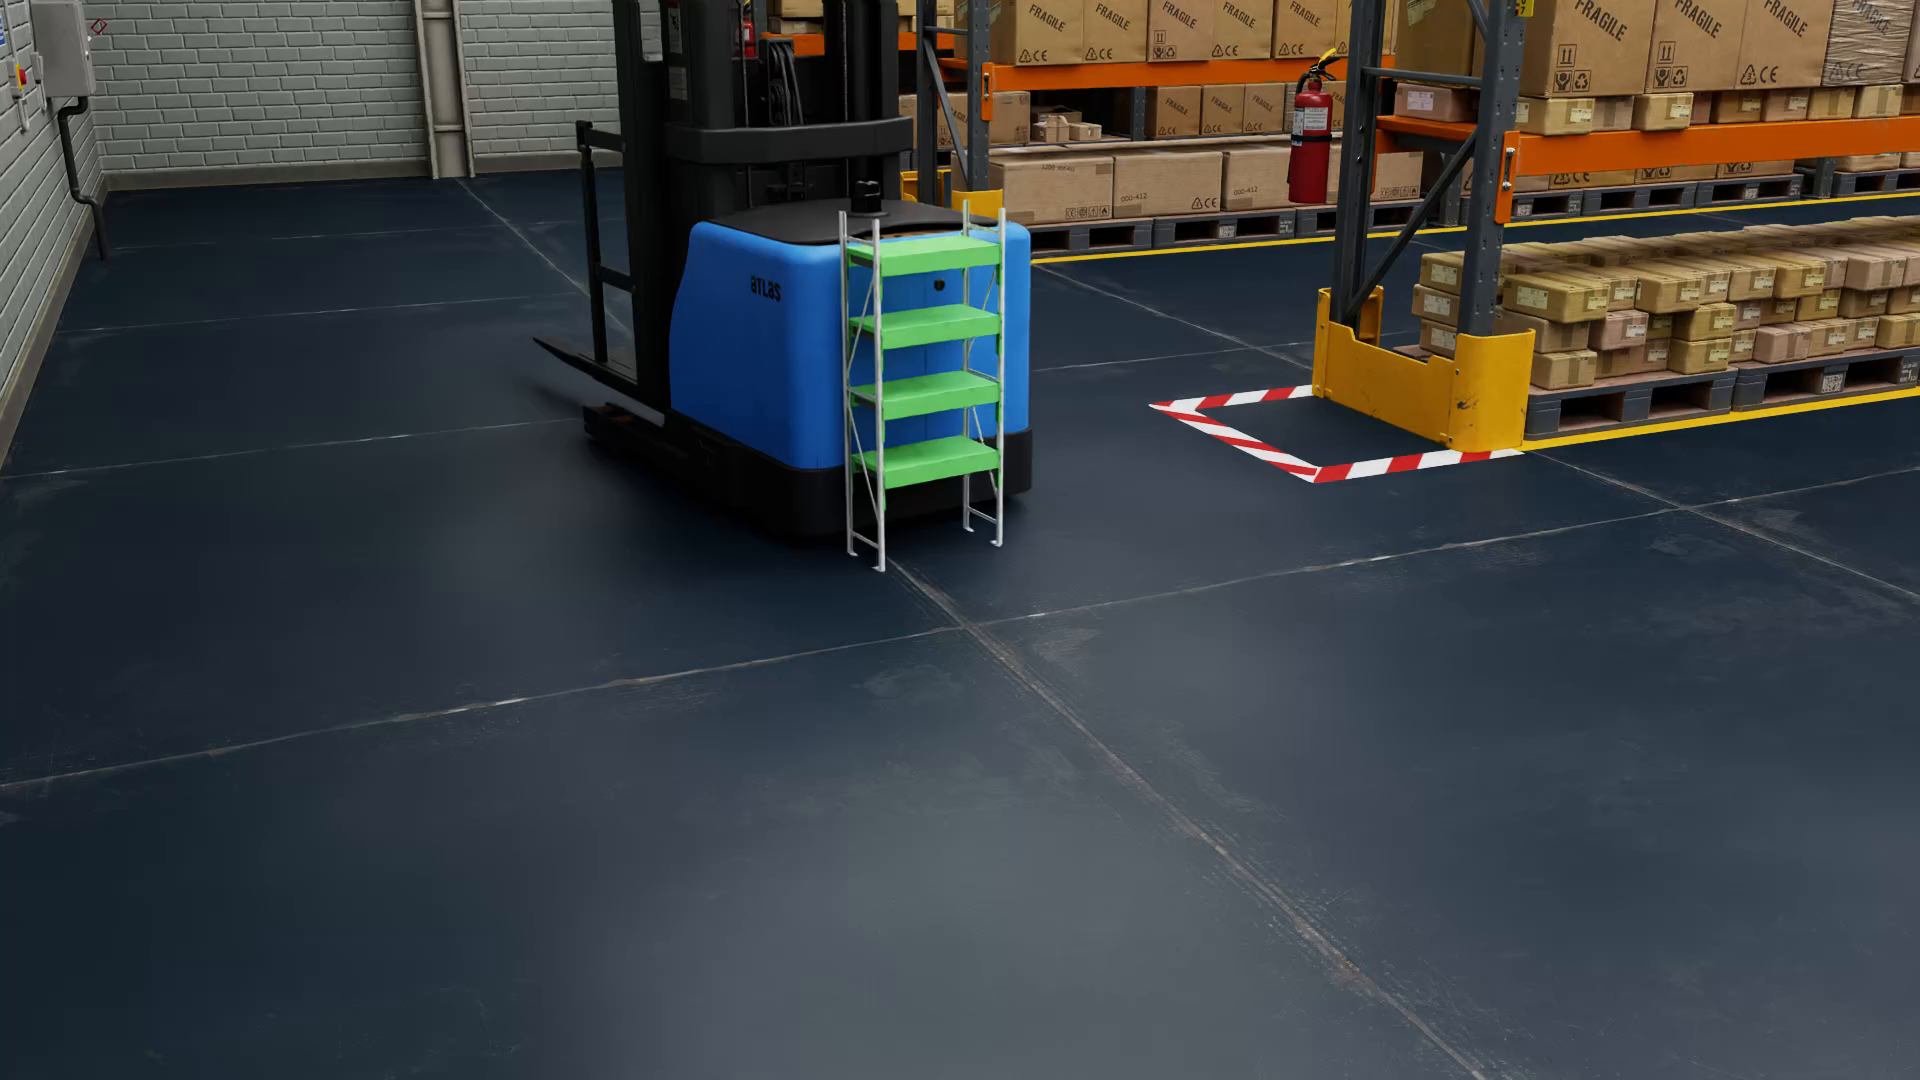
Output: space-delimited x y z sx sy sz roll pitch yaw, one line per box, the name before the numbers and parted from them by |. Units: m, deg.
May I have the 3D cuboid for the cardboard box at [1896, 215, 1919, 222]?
cardboard box | 5.271 -1.645 8.943 0.250 0.149 0.380 -7 21 -20

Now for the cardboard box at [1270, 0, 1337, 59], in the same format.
cardboard box | 2.365 -3.758 12.028 0.500 0.500 0.500 -8 21 -23

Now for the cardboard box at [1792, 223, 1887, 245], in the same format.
cardboard box | 4.552 -1.538 8.637 0.250 0.149 0.380 -9 21 -23

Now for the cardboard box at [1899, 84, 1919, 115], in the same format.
cardboard box | 4.299 -2.093 7.829 0.250 0.149 0.380 -8 21 -23

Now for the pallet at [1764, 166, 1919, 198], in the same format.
pallet | 8.007 -3.303 15.085 1.213 0.211 1.003 -8 21 -22

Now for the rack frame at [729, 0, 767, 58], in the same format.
rack frame | -2.026 -4.977 15.639 0.127 3.000 1.000 -8 21 -22

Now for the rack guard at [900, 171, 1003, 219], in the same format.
rack guard | -0.079 -2.281 11.748 0.348 0.500 1.175 -8 21 -22

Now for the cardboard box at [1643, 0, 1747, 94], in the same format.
cardboard box | 3.000 -2.208 7.177 0.500 0.500 0.500 -8 21 -22

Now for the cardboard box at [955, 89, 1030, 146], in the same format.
cardboard box | 0.326 -4.284 16.805 0.500 0.500 0.700 -9 21 -24

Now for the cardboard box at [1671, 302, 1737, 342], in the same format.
cardboard box | 3.321 -1.030 7.644 0.250 0.149 0.380 -7 21 -20

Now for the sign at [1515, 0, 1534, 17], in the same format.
sign | 2.212 -2.210 6.479 0.005 0.325 0.100 -8 21 -22

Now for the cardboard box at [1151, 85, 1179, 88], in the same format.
cardboard box | 2.081 -4.794 17.275 0.250 0.149 0.380 -7 21 -19

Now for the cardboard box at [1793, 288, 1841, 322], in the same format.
cardboard box | 4.012 -1.175 8.055 0.250 0.149 0.380 -7 21 -19

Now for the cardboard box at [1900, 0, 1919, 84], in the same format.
cardboard box | 4.403 -2.398 7.718 0.500 0.500 0.500 -8 21 -22

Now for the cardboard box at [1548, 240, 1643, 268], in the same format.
cardboard box | 3.086 -1.351 8.107 0.250 0.149 0.380 -9 21 -24

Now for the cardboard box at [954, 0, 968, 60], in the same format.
cardboard box | 0.281 -3.655 11.735 0.500 0.500 0.500 -8 21 -22

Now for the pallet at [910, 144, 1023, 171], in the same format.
pallet | -0.106 -3.936 16.882 1.213 0.211 1.003 -8 21 -22

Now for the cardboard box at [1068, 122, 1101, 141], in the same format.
cardboard box | 1.251 -4.193 17.075 0.250 0.149 0.380 -9 21 -24

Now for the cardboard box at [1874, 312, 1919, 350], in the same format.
cardboard box | 4.494 -1.055 8.162 0.250 0.149 0.380 -8 21 -22

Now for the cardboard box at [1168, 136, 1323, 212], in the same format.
cardboard box | 2.175 -2.811 12.715 0.875 0.438 0.875 -9 21 -24

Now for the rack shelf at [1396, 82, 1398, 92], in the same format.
rack shelf | 5.452 -3.913 13.703 4.000 0.370 1.077 -8 21 -22

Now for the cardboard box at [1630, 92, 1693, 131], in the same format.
cardboard box | 2.909 -1.857 7.156 0.250 0.149 0.380 -9 21 -23

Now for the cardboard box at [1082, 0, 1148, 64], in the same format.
cardboard box | 0.951 -3.561 11.469 0.500 0.500 0.500 -8 21 -23

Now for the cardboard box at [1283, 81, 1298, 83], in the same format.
cardboard box | 3.492 -5.029 17.943 0.250 0.149 0.380 -8 21 -22

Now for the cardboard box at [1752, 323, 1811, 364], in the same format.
cardboard box | 3.776 -0.955 7.878 0.250 0.149 0.380 -9 21 -25

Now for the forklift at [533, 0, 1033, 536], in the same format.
forklift | -0.974 -1.827 6.798 1.130 2.935 3.031 -13 23 -32

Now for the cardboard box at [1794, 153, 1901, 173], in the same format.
cardboard box | 7.811 -3.546 14.900 0.625 0.372 0.950 -10 22 -26

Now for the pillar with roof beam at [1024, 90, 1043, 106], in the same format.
pillar with roof beam | 2.355 -7.203 12.930 0.400 9.000 9.100 -8 21 -22

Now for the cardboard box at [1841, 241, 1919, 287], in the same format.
cardboard box | 4.520 -1.346 8.094 0.250 0.149 0.380 -9 21 -25

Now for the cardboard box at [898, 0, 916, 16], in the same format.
cardboard box | -0.576 -5.158 15.932 0.500 0.250 0.500 -9 21 -23

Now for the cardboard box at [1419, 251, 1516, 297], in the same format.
cardboard box | 2.382 -1.248 7.815 0.250 0.149 0.380 -8 21 -21

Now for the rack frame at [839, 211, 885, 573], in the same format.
rack frame | -0.329 -0.488 5.600 0.015 1.200 0.240 -12 23 -31

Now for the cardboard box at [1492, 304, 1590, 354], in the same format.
cardboard box | 2.579 -0.951 7.420 0.250 0.149 0.380 -7 21 -20

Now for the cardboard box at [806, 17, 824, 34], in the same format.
cardboard box | -1.401 -4.865 15.701 0.250 0.149 0.380 -8 21 -21

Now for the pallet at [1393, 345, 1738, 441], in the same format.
pallet | 2.826 -0.758 7.857 1.213 0.211 1.003 -8 21 -22

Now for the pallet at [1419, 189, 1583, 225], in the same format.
pallet | 4.295 -2.799 13.653 1.213 0.211 1.003 -8 21 -22

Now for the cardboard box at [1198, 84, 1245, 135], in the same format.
cardboard box | 2.665 -4.590 17.673 0.500 0.500 0.500 -8 21 -23

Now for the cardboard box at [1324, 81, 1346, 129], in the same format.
cardboard box | 4.073 -4.795 18.254 0.500 0.500 0.500 -7 21 -20

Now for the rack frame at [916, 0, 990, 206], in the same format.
rack frame | -0.057 -3.463 11.342 0.127 3.000 1.000 -8 21 -22

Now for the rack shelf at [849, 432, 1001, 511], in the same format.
rack shelf | -0.124 -0.245 5.827 0.480 0.148 0.258 -12 23 -31

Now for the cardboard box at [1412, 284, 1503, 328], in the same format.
cardboard box | 2.368 -1.117 7.891 0.250 0.149 0.380 -9 21 -23

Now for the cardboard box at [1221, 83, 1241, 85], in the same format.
cardboard box | 2.782 -4.931 17.666 0.250 0.149 0.380 -9 21 -23

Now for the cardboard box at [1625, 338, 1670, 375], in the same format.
cardboard box | 3.038 -0.886 7.682 0.250 0.149 0.380 -8 21 -21

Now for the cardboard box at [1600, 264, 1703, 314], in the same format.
cardboard box | 3.100 -1.134 7.489 0.250 0.149 0.380 -8 21 -22

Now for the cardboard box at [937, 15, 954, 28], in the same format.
cardboard box | -0.180 -5.013 16.121 0.250 0.149 0.380 -8 21 -21

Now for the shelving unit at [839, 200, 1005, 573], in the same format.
shelving unit | -0.124 -0.532 5.726 0.503 1.200 0.258 -12 23 -31

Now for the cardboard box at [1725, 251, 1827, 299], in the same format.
cardboard box | 3.813 -1.246 7.808 0.250 0.149 0.380 -8 21 -21

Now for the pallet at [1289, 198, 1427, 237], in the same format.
pallet | 2.887 -2.598 13.083 1.213 0.211 1.003 -8 21 -22

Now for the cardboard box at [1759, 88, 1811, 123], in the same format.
cardboard box | 3.590 -1.984 7.520 0.250 0.149 0.380 -9 21 -23

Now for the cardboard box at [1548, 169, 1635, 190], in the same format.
cardboard box | 4.980 -3.413 13.765 0.875 0.875 0.875 -8 21 -20

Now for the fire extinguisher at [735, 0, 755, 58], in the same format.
fire extinguisher | -1.978 -4.604 15.259 0.183 0.674 0.296 -8 21 -22

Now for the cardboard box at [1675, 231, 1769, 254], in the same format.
cardboard box | 3.826 -1.447 8.381 0.250 0.149 0.380 -8 21 -22
